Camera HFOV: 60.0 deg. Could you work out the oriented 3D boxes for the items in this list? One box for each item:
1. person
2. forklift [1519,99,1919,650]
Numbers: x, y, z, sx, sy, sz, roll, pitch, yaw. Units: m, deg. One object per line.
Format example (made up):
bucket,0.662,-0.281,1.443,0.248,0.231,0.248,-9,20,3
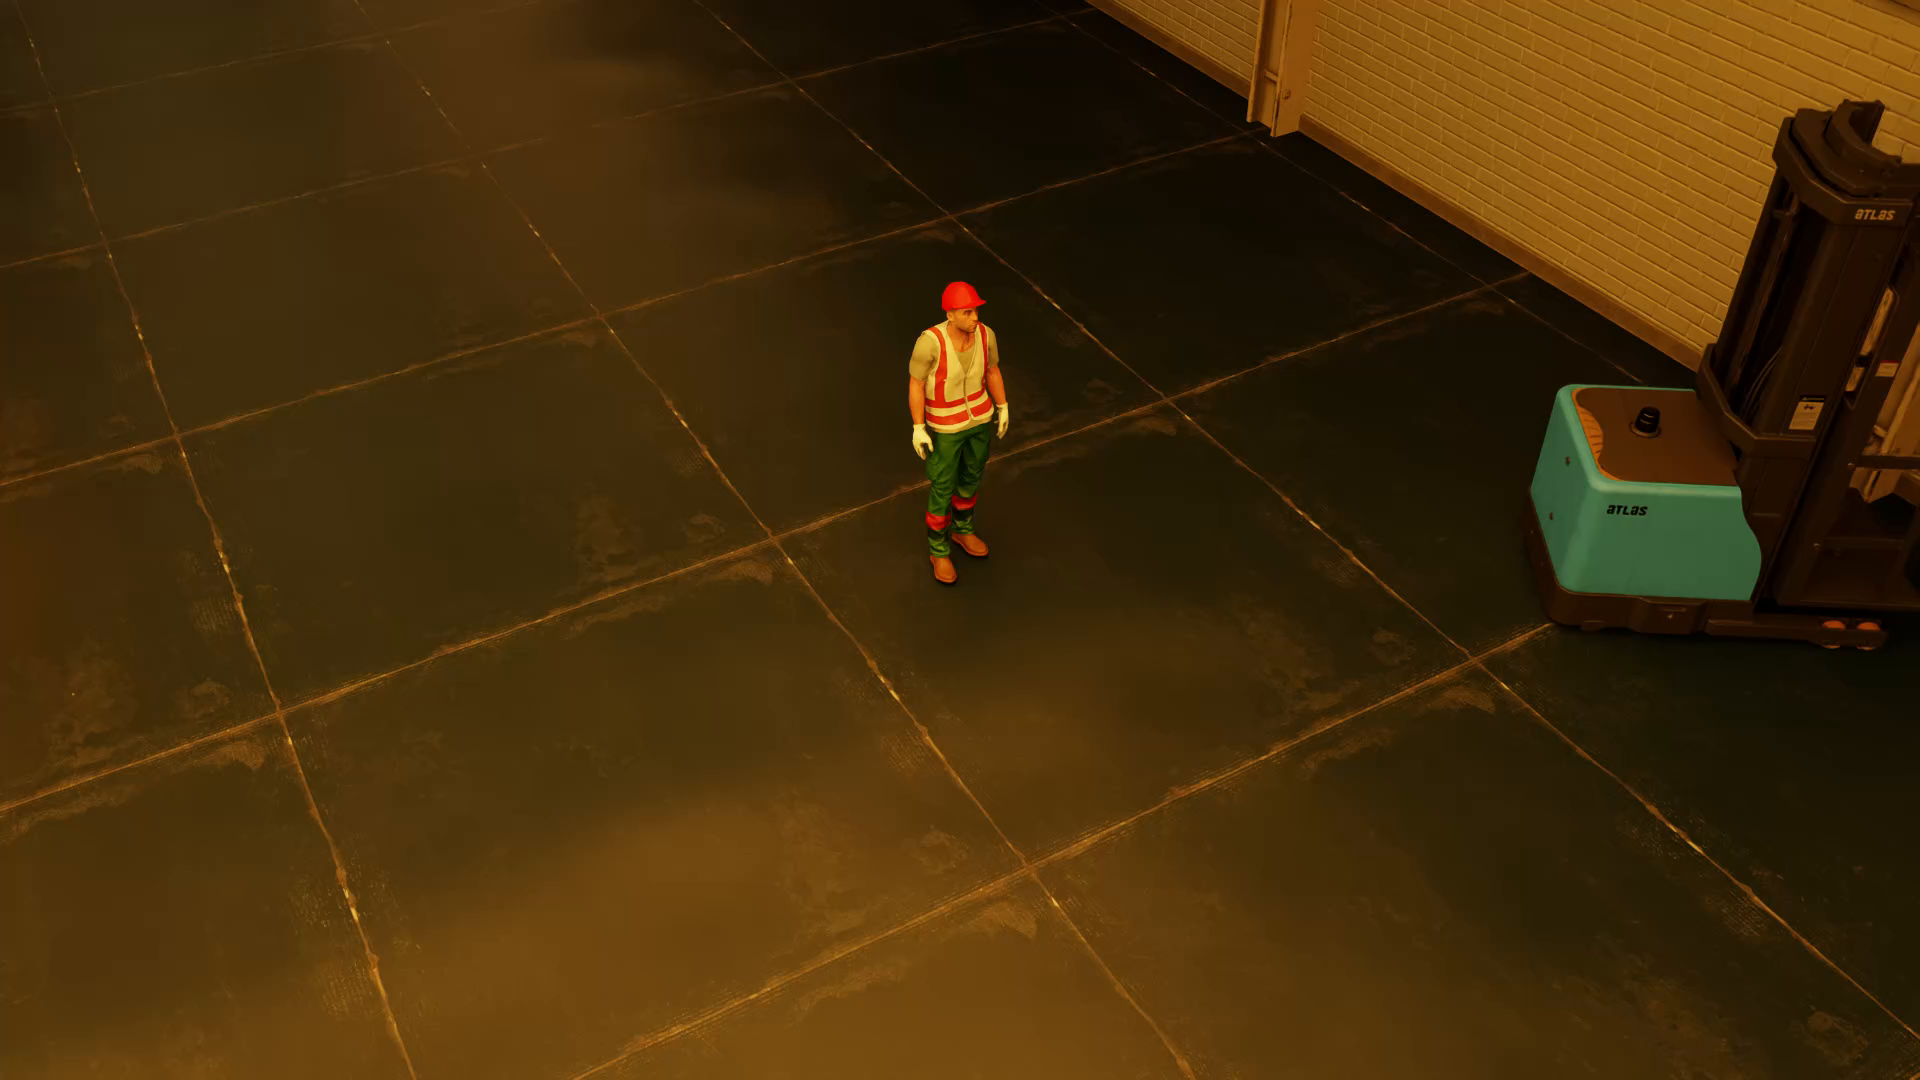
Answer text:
person,0.030,-0.646,9.698,0.637,1.790,0.562,-20,44,-23
forklift,4.965,-0.848,9.059,3.031,2.935,1.130,3,40,3
